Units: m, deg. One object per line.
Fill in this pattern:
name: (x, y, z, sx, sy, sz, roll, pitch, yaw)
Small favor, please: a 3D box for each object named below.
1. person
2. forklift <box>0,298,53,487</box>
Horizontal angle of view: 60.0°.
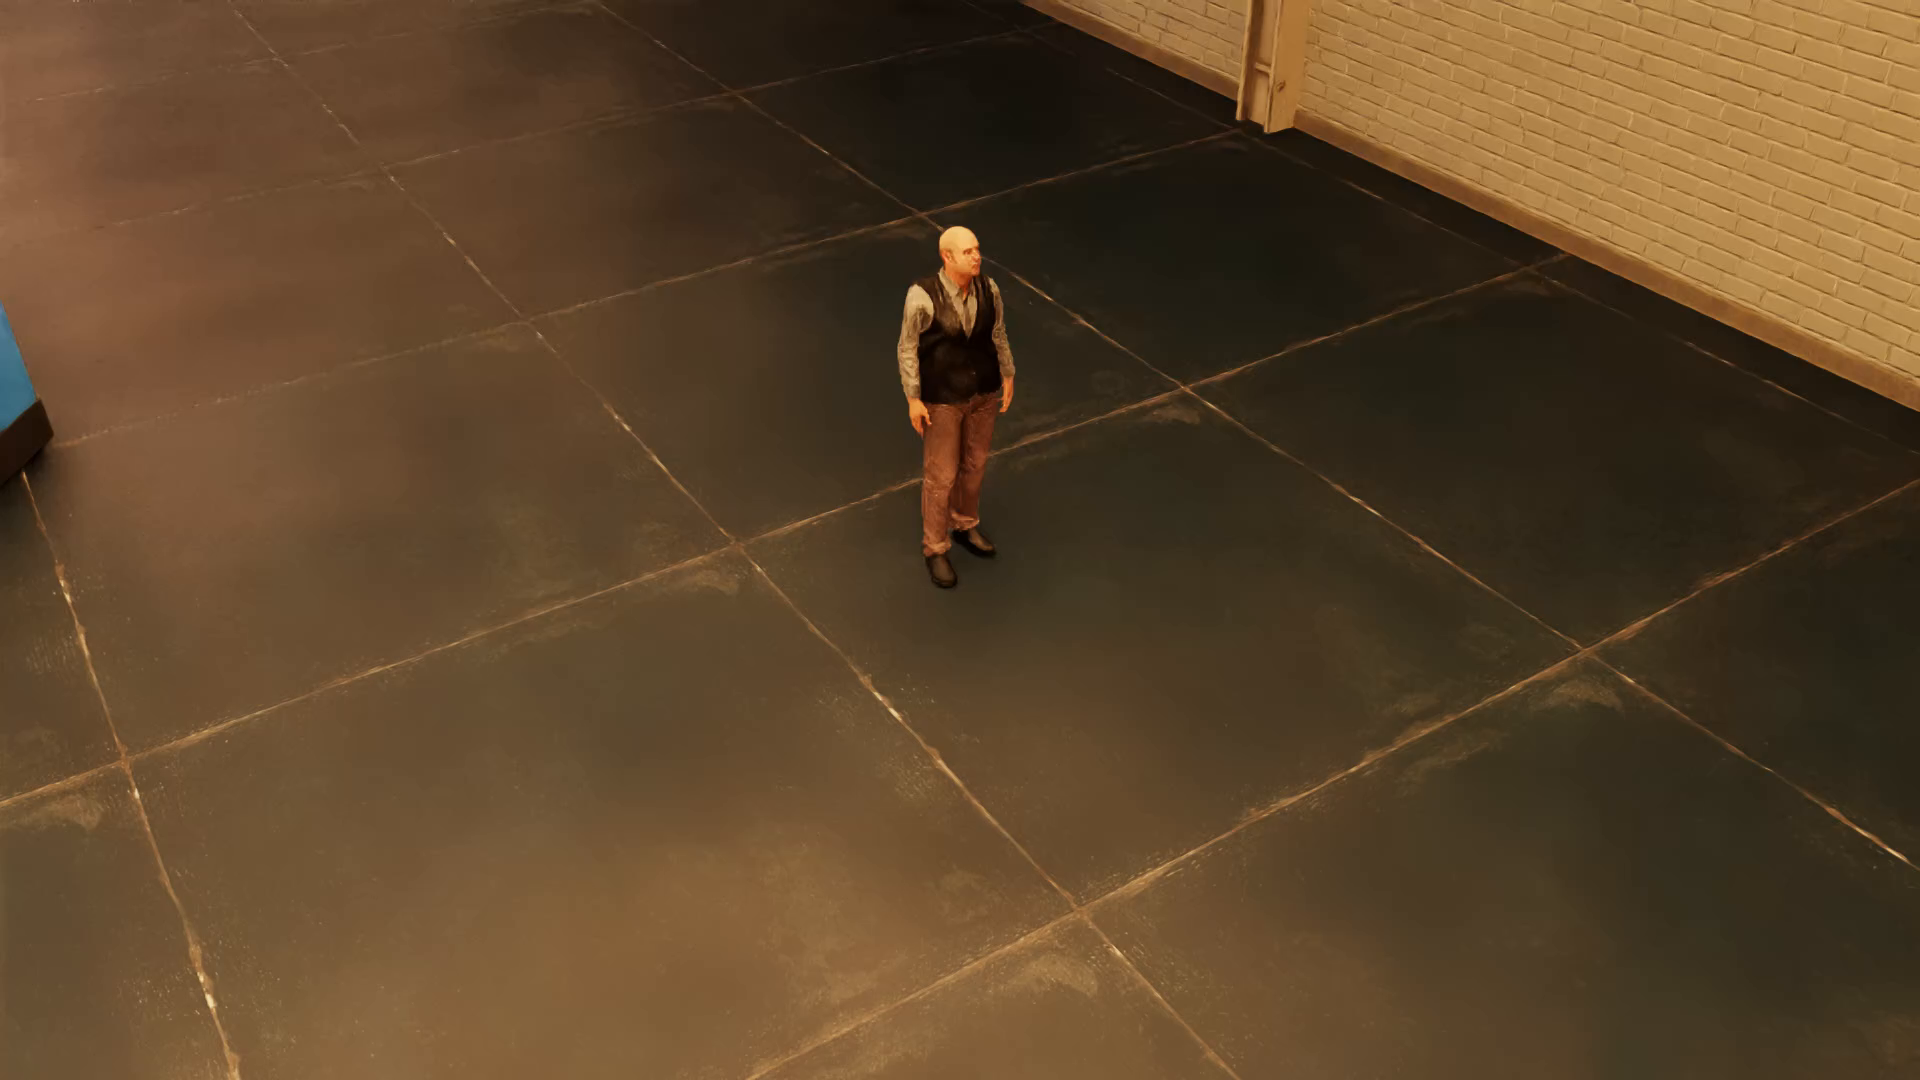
person: (0.027, -0.678, 8.152, 0.632, 1.720, 0.567, -21, 40, -27)
forklift: (-6.680, -1.559, 8.366, 3.031, 2.935, 1.130, 3, 35, 5)
